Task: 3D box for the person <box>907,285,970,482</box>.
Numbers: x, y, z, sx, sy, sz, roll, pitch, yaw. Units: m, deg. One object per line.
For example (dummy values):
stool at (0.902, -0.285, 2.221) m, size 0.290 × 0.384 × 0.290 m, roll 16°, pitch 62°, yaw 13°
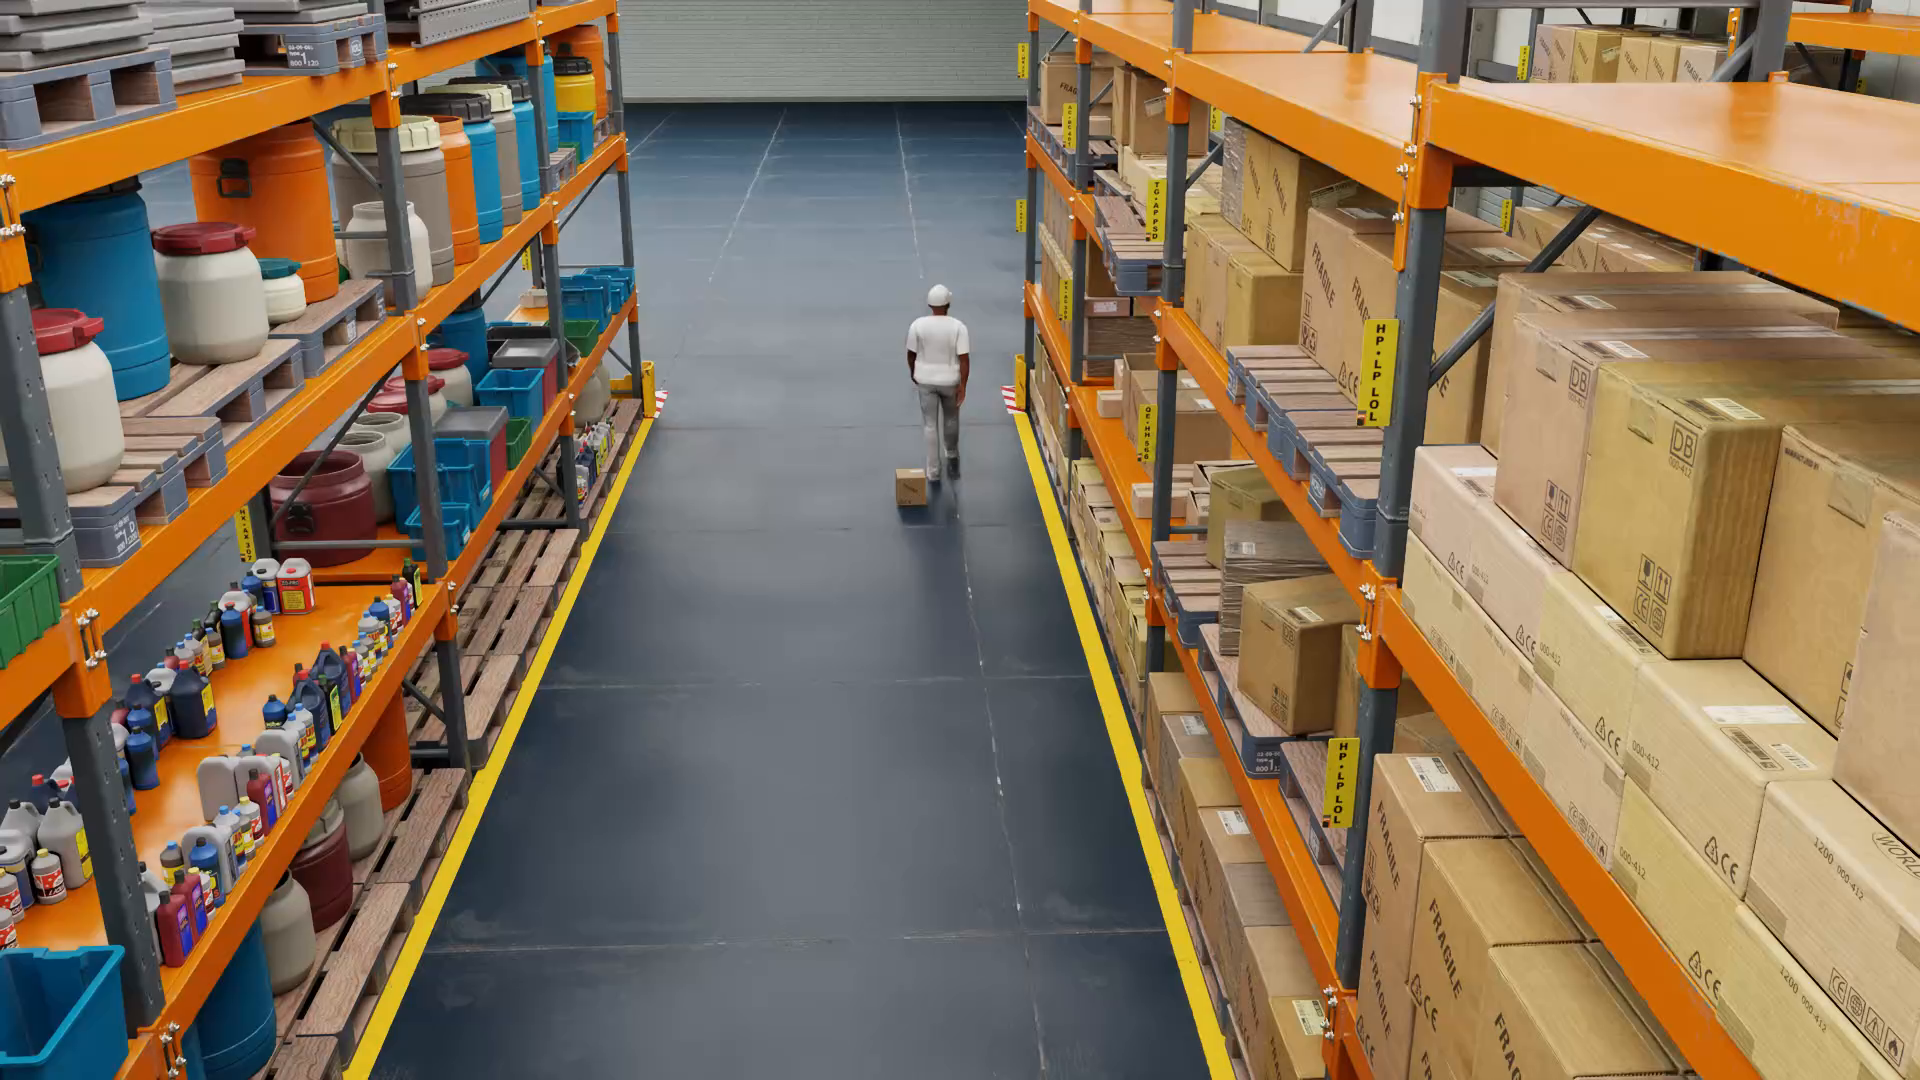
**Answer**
person at (-0.194, -1.482, 15.006) m, size 0.566 × 1.709 × 1.004 m, roll 0°, pitch 20°, yaw 0°
